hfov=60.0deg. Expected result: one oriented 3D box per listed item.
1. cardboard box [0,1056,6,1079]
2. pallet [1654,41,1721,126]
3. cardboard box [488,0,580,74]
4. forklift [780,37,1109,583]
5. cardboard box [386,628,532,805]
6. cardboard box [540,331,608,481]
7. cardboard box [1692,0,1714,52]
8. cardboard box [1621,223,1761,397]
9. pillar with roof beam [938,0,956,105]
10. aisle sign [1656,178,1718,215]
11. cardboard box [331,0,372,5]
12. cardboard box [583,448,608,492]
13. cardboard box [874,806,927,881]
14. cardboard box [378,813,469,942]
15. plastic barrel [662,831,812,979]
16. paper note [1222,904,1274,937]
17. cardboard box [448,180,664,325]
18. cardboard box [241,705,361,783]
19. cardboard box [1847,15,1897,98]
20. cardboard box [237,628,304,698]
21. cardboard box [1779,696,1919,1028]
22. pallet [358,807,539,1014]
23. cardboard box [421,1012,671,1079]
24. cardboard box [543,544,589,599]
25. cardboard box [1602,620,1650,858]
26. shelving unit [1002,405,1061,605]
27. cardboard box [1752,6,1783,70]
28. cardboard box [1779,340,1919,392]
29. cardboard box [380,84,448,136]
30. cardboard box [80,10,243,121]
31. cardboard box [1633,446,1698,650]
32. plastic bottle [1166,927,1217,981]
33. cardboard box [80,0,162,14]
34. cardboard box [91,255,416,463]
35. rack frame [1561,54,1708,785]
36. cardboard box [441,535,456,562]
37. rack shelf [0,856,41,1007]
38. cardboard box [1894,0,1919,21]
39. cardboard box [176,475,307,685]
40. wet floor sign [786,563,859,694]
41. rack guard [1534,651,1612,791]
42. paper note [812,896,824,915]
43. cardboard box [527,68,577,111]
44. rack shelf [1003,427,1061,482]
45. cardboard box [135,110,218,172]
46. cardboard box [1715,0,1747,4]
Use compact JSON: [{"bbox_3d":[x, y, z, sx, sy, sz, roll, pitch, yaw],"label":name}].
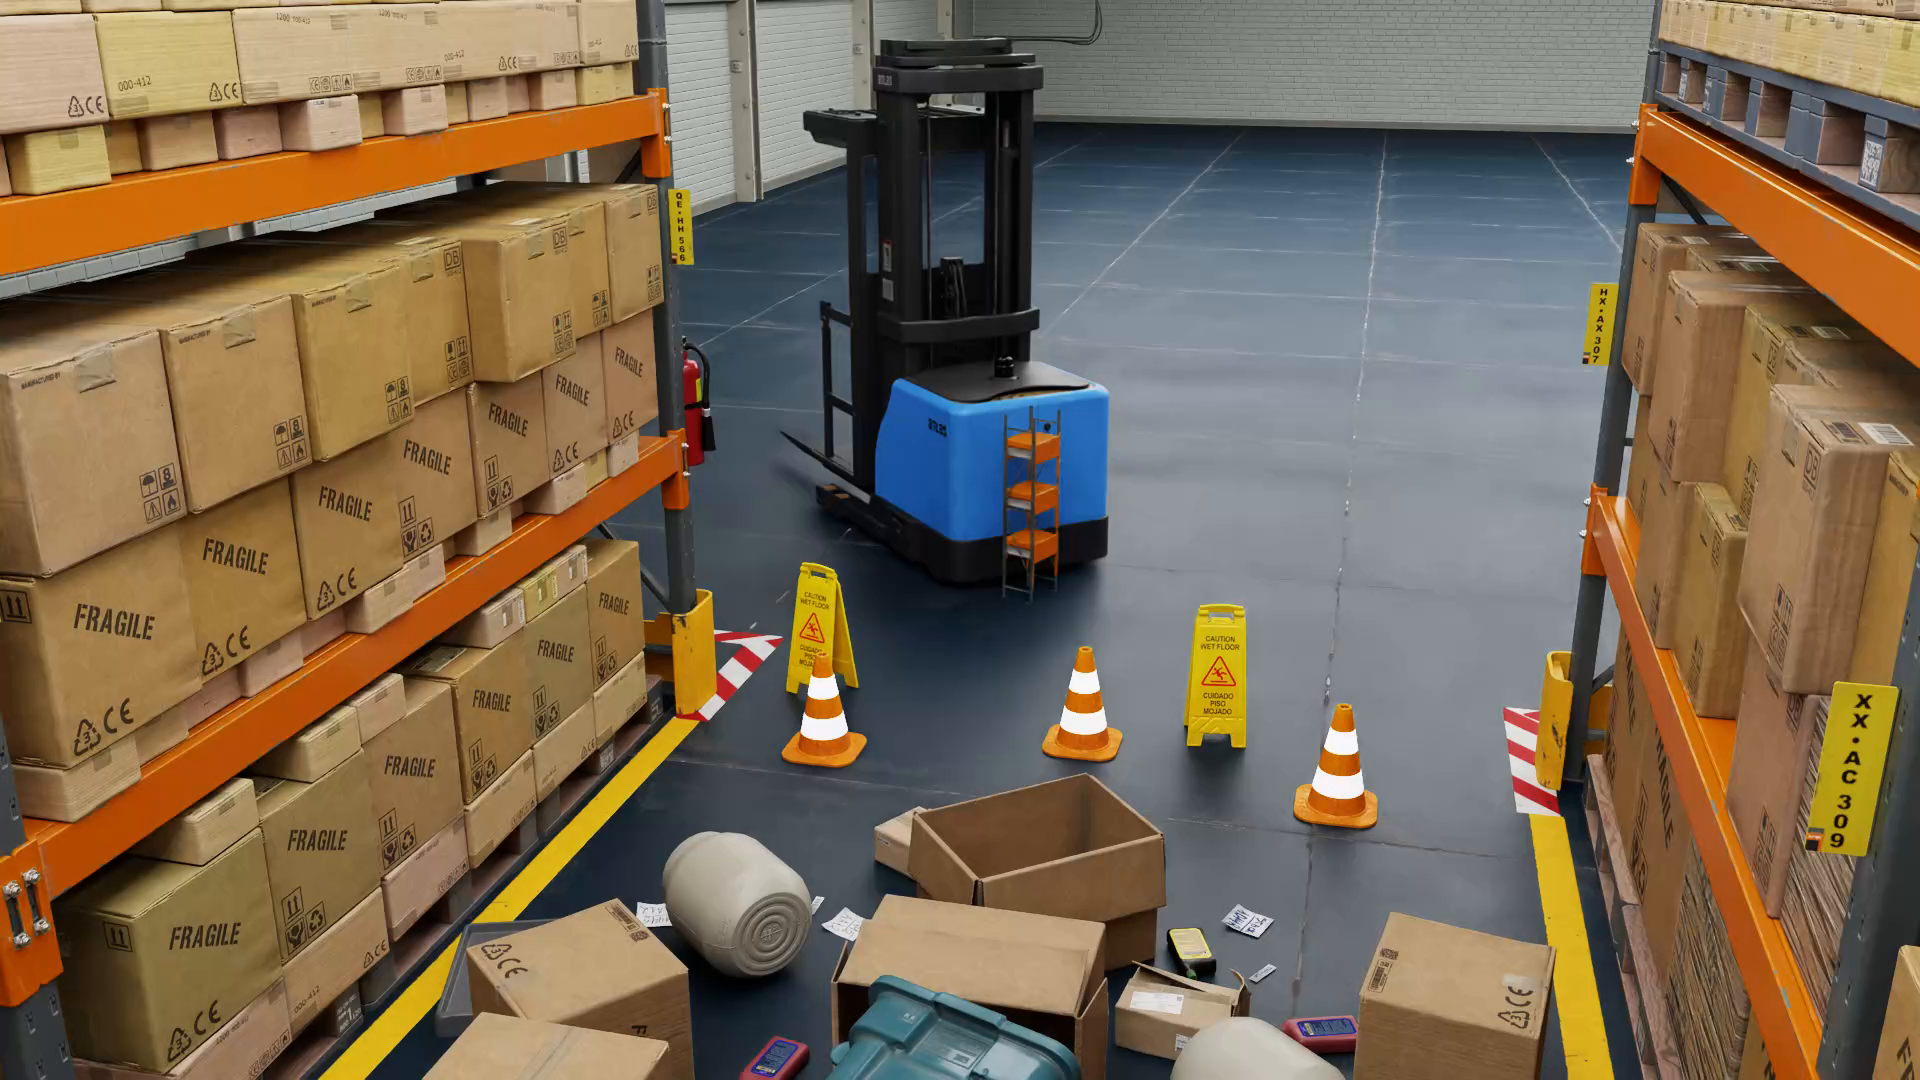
[{"bbox_3d":[-2.846,1.430,4.965,0.500,0.250,0.500,6,20,16],"label":"cardboard box"},{"bbox_3d":[2.901,-1.505,5.449,1.003,0.211,1.213,5,19,13],"label":"pallet"},{"bbox_3d":[-1.754,-1.871,6.156,0.500,0.250,0.500,4,19,13],"label":"cardboard box"},{"bbox_3d":[-0.273,-1.580,10.279,1.130,2.935,3.031,-10,21,-26],"label":"forklift"},{"bbox_3d":[-1.950,0.621,6.173,0.500,0.500,0.500,4,19,12],"label":"cardboard box"},{"bbox_3d":[-1.745,-0.560,6.570,0.500,0.500,0.500,5,19,14],"label":"cardboard box"},{"bbox_3d":[2.493,-1.587,5.138,0.380,0.149,0.250,5,19,14],"label":"cardboard box"},{"bbox_3d":[2.944,-0.829,6.072,0.875,0.550,0.550,5,19,13],"label":"cardboard box"},{"bbox_3d":[3.893,-12.866,33.932,9.100,9.000,0.400,5,19,13],"label":"pillar with roof beam"},{"bbox_3d":[2.798,-1.637,6.317,0.394,0.787,0.004,5,19,13],"label":"aisle sign"},{"bbox_3d":[-2.037,-1.711,5.070,0.380,0.149,0.250,5,20,14],"label":"cardboard box"},{"bbox_3d":[-1.674,-0.300,6.814,0.380,0.149,0.250,4,19,12],"label":"cardboard box"},{"bbox_3d":[-0.114,1.199,6.446,0.380,0.149,0.250,17,25,41],"label":"cardboard box"},{"bbox_3d":[-2.077,1.138,5.819,0.500,0.250,0.500,4,19,13],"label":"cardboard box"},{"bbox_3d":[-0.789,1.266,5.826,0.421,0.421,0.512,-13,23,-34],"label":"plastic barrel"},{"bbox_3d":[1.053,1.390,6.075,0.144,0.017,0.142,12,22,32],"label":"paper note"},{"bbox_3d":[-1.666,-1.204,6.909,0.700,0.500,0.500,4,19,12],"label":"cardboard box"},{"bbox_3d":[-2.111,0.615,5.186,0.380,0.149,0.250,5,20,15],"label":"cardboard box"},{"bbox_3d":[1.997,-0.953,3.281,0.380,0.149,0.250,5,19,14],"label":"cardboard box"},{"bbox_3d":[-2.201,0.336,4.953,0.380,0.149,0.250,5,20,15],"label":"cardboard box"},{"bbox_3d":[2.173,0.706,3.249,0.875,0.550,0.550,5,19,13],"label":"cardboard box"},{"bbox_3d":[-2.304,1.257,6.182,1.003,0.211,1.213,5,19,13],"label":"pallet"},{"bbox_3d":[-0.997,1.490,3.882,0.500,0.500,0.500,5,19,13],"label":"cardboard box"},{"bbox_3d":[-1.720,0.113,6.657,0.380,0.149,0.250,5,20,15],"label":"cardboard box"},{"bbox_3d":[2.970,0.664,6.241,0.875,0.875,0.875,5,19,14],"label":"cardboard box"},{"bbox_3d":[0.390,-0.189,9.116,0.215,1.050,0.252,13,23,34],"label":"shelving unit"},{"bbox_3d":[2.246,-1.271,4.213,0.380,0.149,0.250,5,19,13],"label":"cardboard box"},{"bbox_3d":[2.505,-0.142,4.059,0.875,0.550,0.550,5,19,13],"label":"cardboard box"},{"bbox_3d":[-1.901,-1.402,5.399,0.380,0.149,0.250,4,19,13],"label":"cardboard box"},{"bbox_3d":[-2.240,-1.234,4.291,0.500,0.250,0.500,4,19,13],"label":"cardboard box"},{"bbox_3d":[2.653,0.028,5.233,0.875,0.550,0.550,5,19,13],"label":"cardboard box"},{"bbox_3d":[0.819,1.458,5.825,0.133,0.061,0.283,-2,19,-6],"label":"plastic bottle"},{"bbox_3d":[-2.228,-1.383,4.110,0.380,0.149,0.250,4,19,12],"label":"cardboard box"},{"bbox_3d":[-2.117,-0.562,5.030,0.700,0.500,0.500,4,19,12],"label":"cardboard box"},{"bbox_3d":[3.072,-0.361,6.603,1.000,3.000,0.127,5,19,13],"label":"rack frame"},{"bbox_3d":[-2.029,0.011,5.904,0.380,0.149,0.250,5,19,13],"label":"cardboard box"},{"bbox_3d":[-3.219,1.501,2.265,1.077,0.370,4.000,5,19,13],"label":"rack shelf"},{"bbox_3d":[1.966,-1.017,2.851,0.500,0.250,0.500,4,19,13],"label":"cardboard box"},{"bbox_3d":[-2.252,0.071,4.725,0.500,0.500,0.500,5,19,13],"label":"cardboard box"},{"bbox_3d":[-0.669,0.419,7.962,0.267,0.644,0.232,12,22,32],"label":"wet floor sign"},{"bbox_3d":[3.078,0.815,7.029,1.175,0.500,0.348,5,19,13],"label":"rack guard"},{"bbox_3d":[-0.539,1.360,6.189,0.032,0.001,0.123,5,19,13],"label":"paper note"},{"bbox_3d":[-1.696,-1.725,6.346,0.380,0.149,0.250,5,20,15],"label":"cardboard box"},{"bbox_3d":[0.390,-0.447,9.028,0.215,0.259,0.240,13,23,34],"label":"rack shelf"},{"bbox_3d":[-2.245,-1.084,4.470,0.380,0.149,0.250,5,20,15],"label":"cardboard box"},{"bbox_3d":[2.460,-1.648,4.697,0.500,0.250,0.500,5,19,13],"label":"cardboard box"}]
